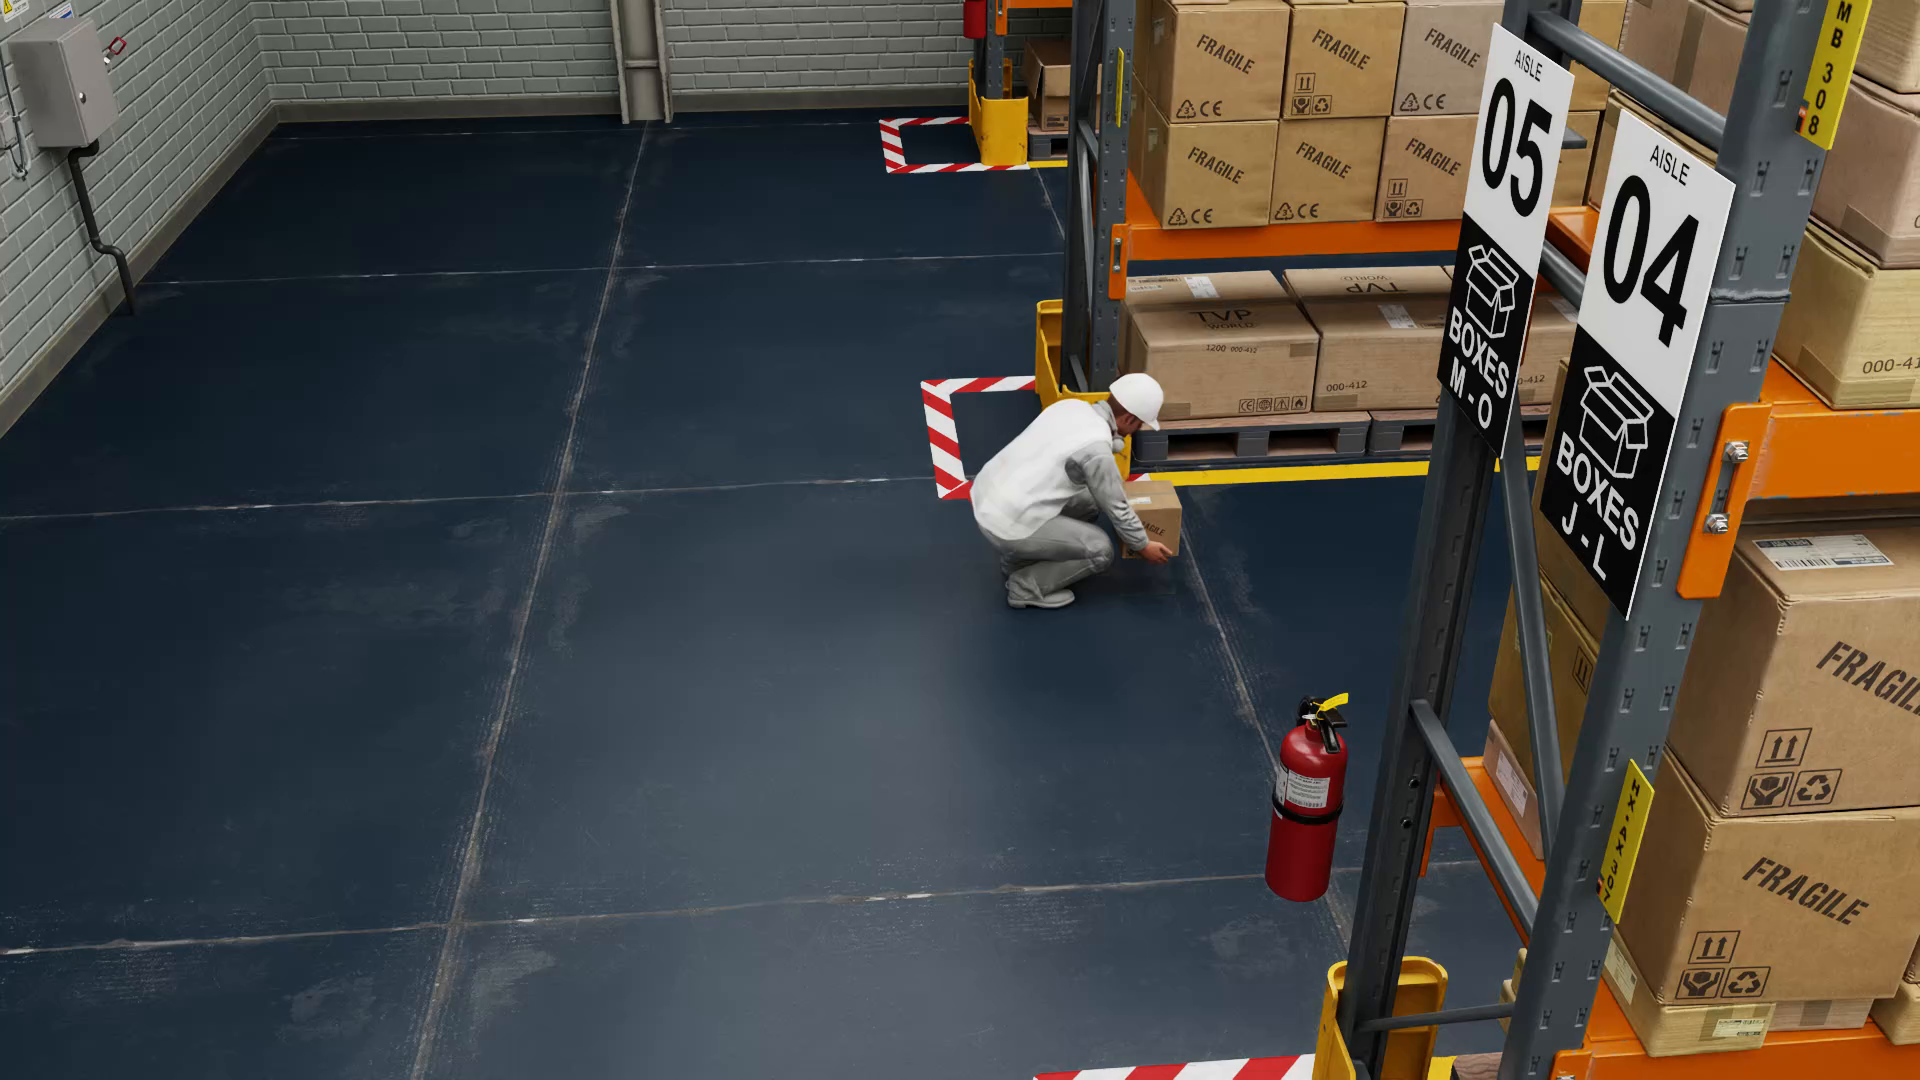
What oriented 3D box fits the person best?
[{"bbox_3d":[0.483,-0.232,7.251,0.871,1.007,0.535,-3,31,-4],"label":"person"}]
